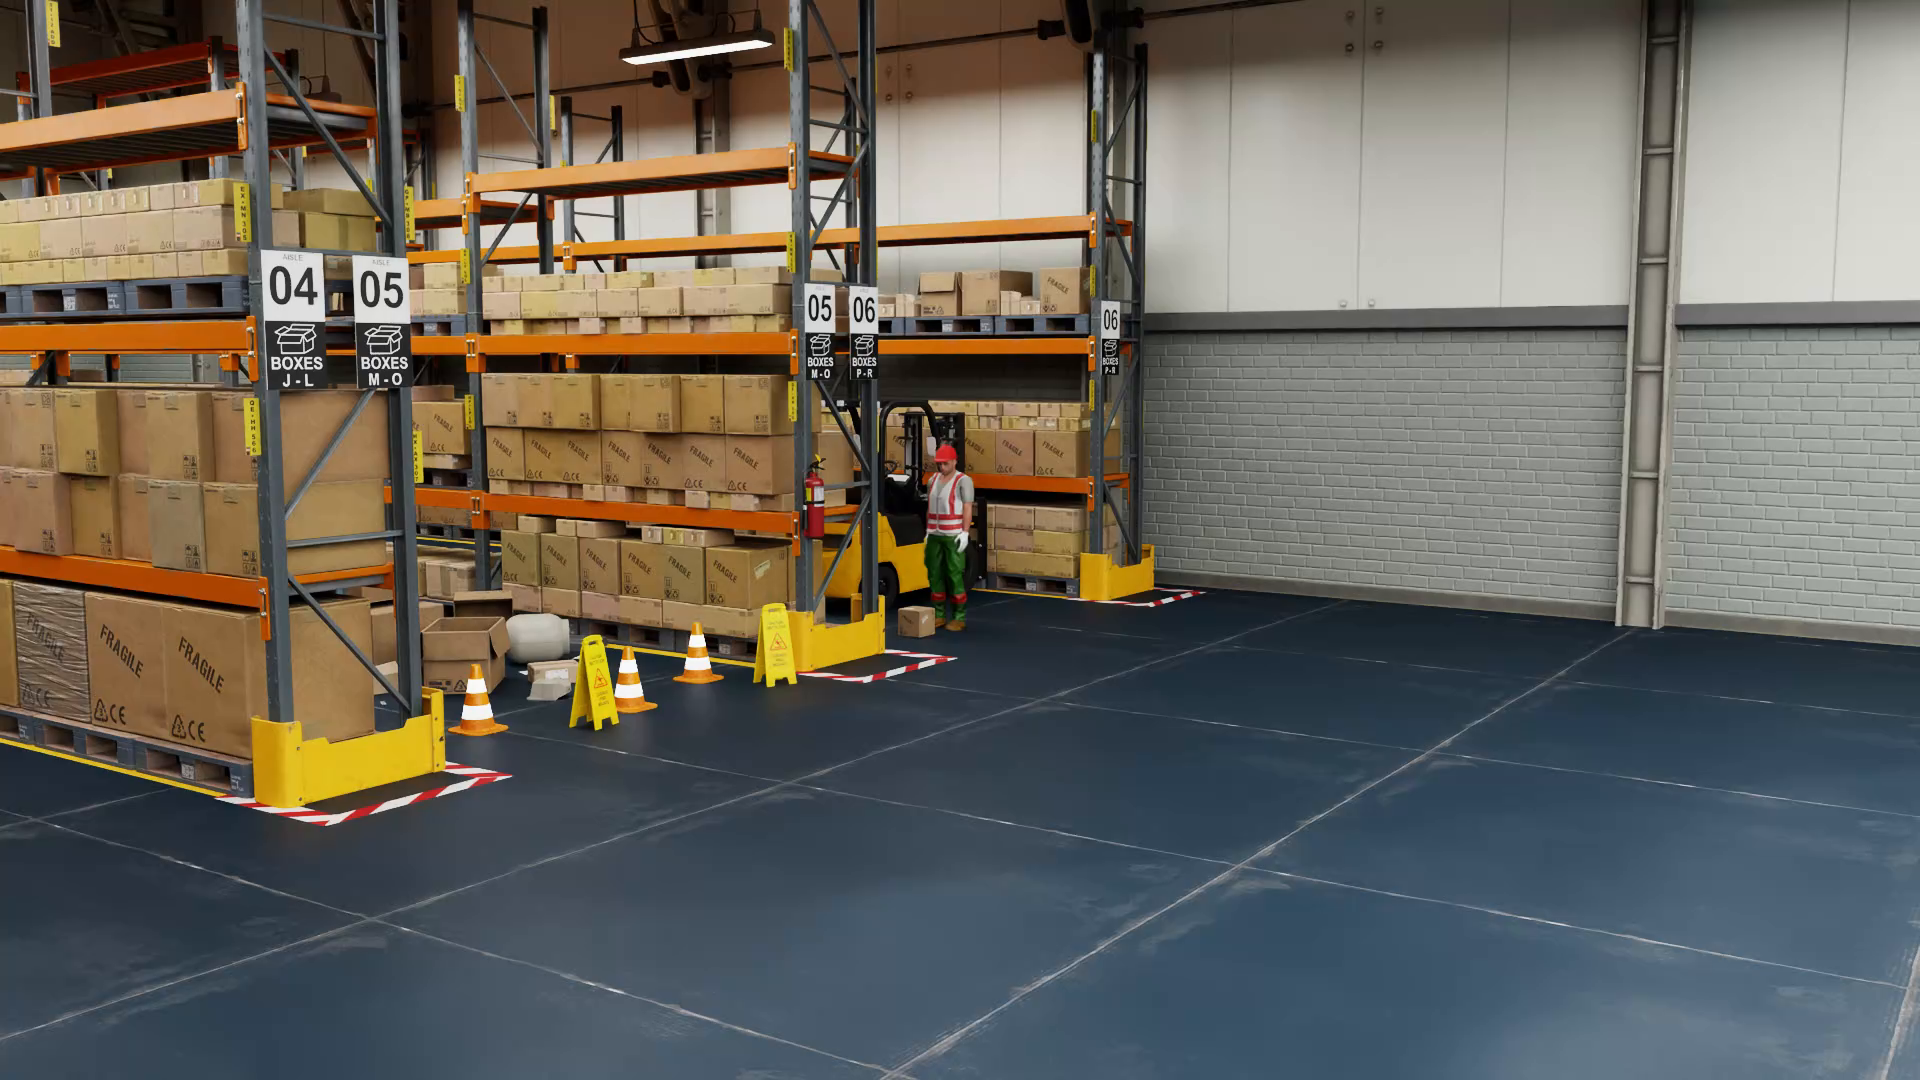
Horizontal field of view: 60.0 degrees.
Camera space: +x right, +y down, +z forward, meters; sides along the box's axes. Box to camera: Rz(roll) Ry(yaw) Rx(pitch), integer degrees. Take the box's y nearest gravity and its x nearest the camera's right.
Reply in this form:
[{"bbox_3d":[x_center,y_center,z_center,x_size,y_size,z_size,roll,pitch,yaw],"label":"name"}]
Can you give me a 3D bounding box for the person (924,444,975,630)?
[{"bbox_3d":[-0.123,-0.031,15.956,0.529,1.775,0.361,4,8,35],"label":"person"}]
